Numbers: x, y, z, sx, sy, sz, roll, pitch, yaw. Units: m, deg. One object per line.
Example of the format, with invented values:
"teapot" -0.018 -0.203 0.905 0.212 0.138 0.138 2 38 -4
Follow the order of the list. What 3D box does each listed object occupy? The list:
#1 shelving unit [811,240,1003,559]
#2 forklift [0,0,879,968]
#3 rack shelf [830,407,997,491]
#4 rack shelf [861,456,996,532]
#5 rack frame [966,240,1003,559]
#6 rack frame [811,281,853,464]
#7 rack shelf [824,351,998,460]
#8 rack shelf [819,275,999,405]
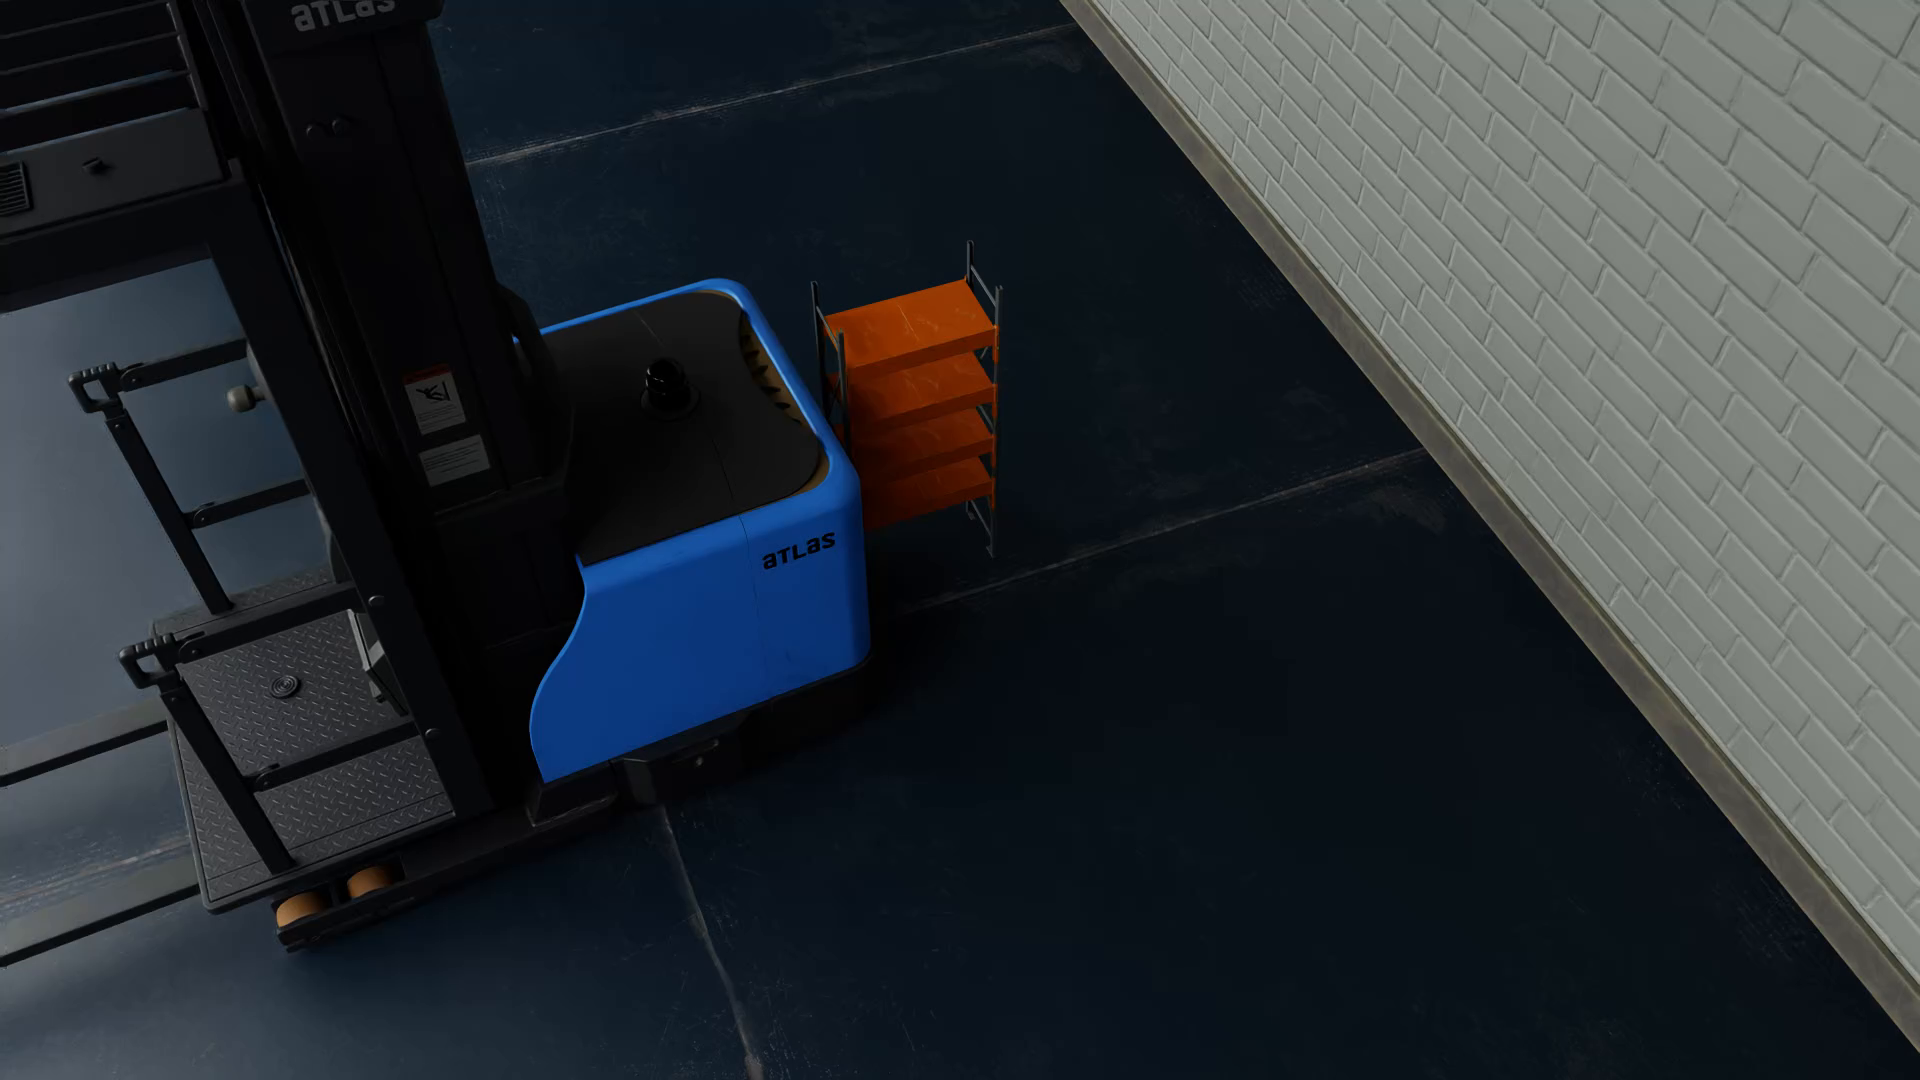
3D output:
"shelving unit" -0.153 -0.343 5.254 0.503 1.200 0.258 -17 52 -14
"forklift" -1.814 -0.259 4.040 3.031 2.935 1.130 -20 52 -16
"rack shelf" -0.153 -0.300 5.305 0.480 0.148 0.258 -17 52 -14
"rack shelf" -0.153 -0.170 5.456 0.480 0.148 0.258 -17 52 -14
"rack frame" 0.073 -0.413 5.314 0.015 1.200 0.240 -17 52 -14
"rack frame" -0.379 -0.273 5.194 0.015 1.200 0.240 -17 52 -14
"rack shelf" -0.153 -0.445 5.135 0.480 0.148 0.258 -17 52 -14
"rack shelf" -0.153 -0.599 4.956 0.480 0.148 0.258 -17 52 -14
